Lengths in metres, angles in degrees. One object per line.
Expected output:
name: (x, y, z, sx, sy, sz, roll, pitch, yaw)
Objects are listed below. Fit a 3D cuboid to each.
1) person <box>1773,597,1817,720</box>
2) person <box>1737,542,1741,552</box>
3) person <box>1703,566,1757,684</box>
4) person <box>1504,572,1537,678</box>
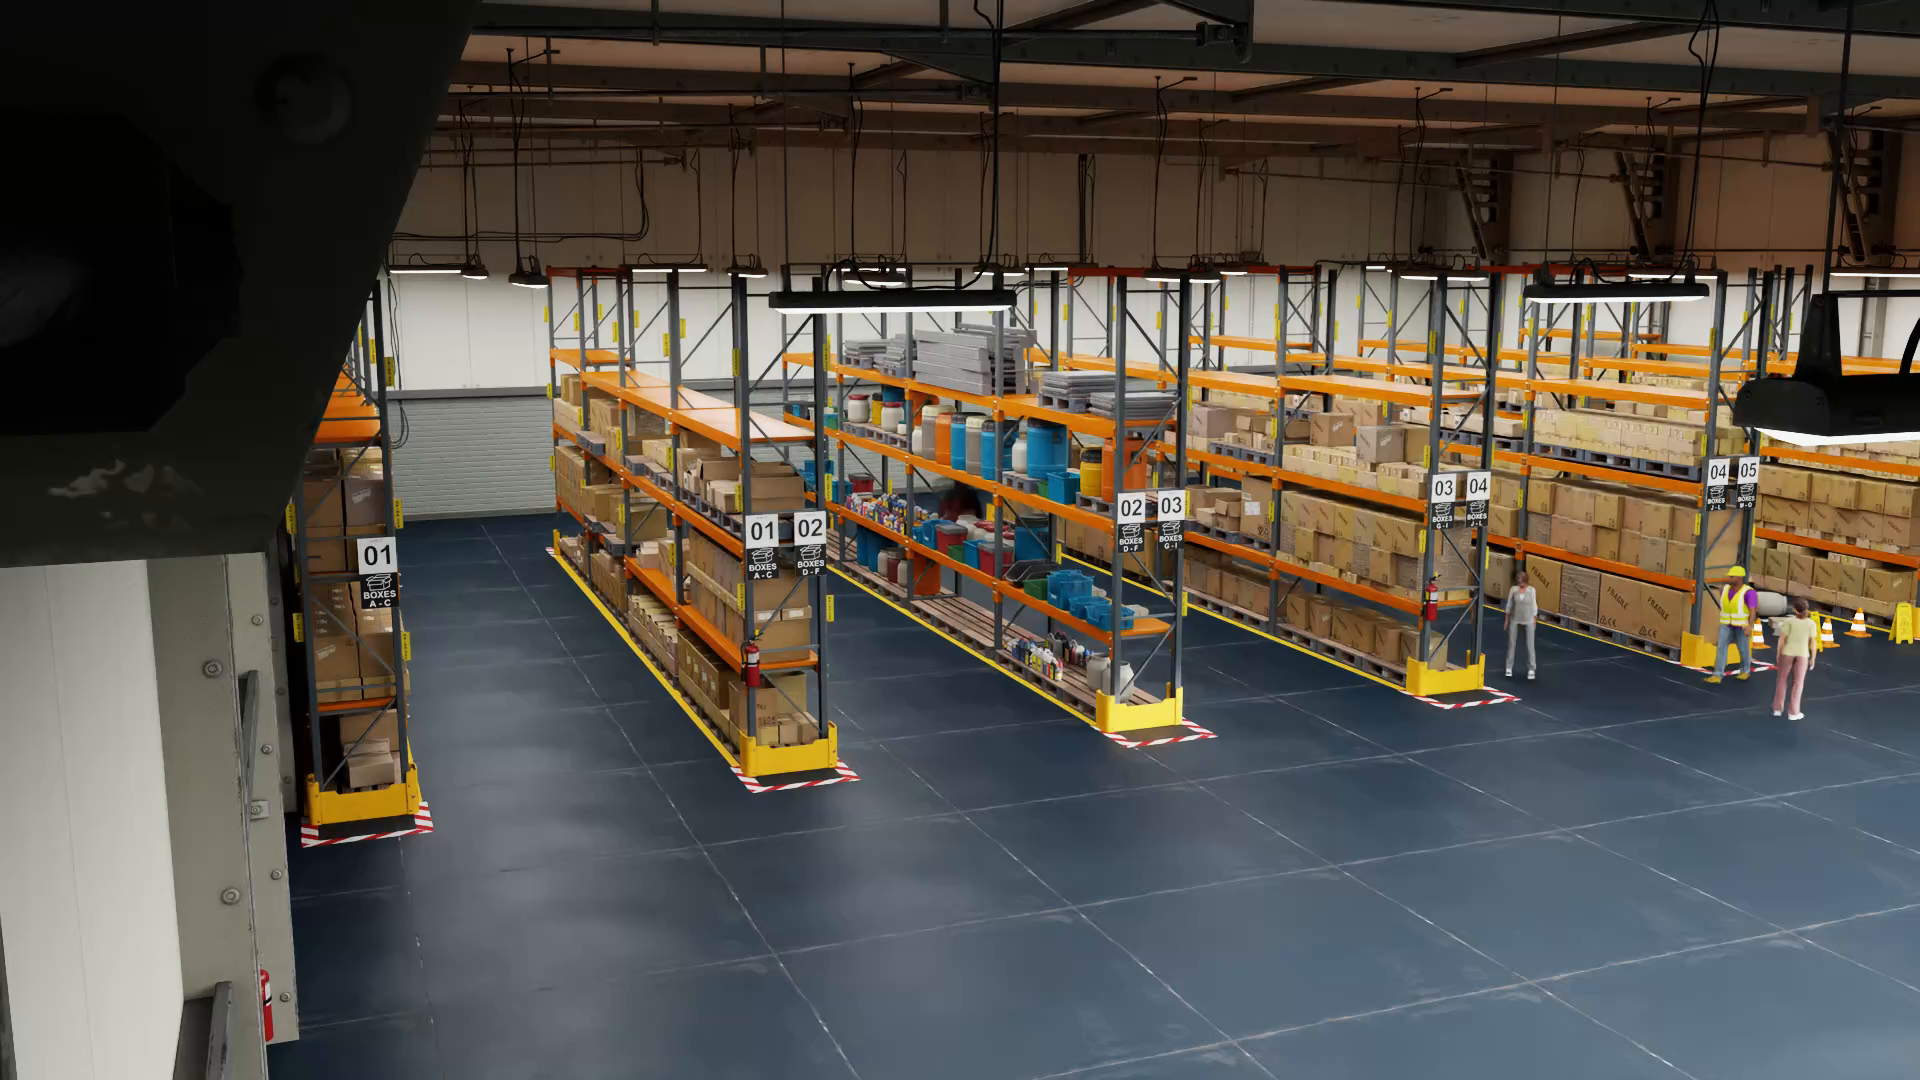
person: (11.370, 1.633, 22.633, 0.469, 1.643, 0.435, 4, 11, 23)
person: (15.782, -0.343, 33.528, 0.455, 1.780, 0.548, 5, 11, 26)
person: (11.344, 1.248, 24.383, 0.977, 1.717, 0.621, -9, 13, -42)
person: (8.379, 1.260, 24.842, 0.487, 1.585, 0.361, 4, 11, 21)
